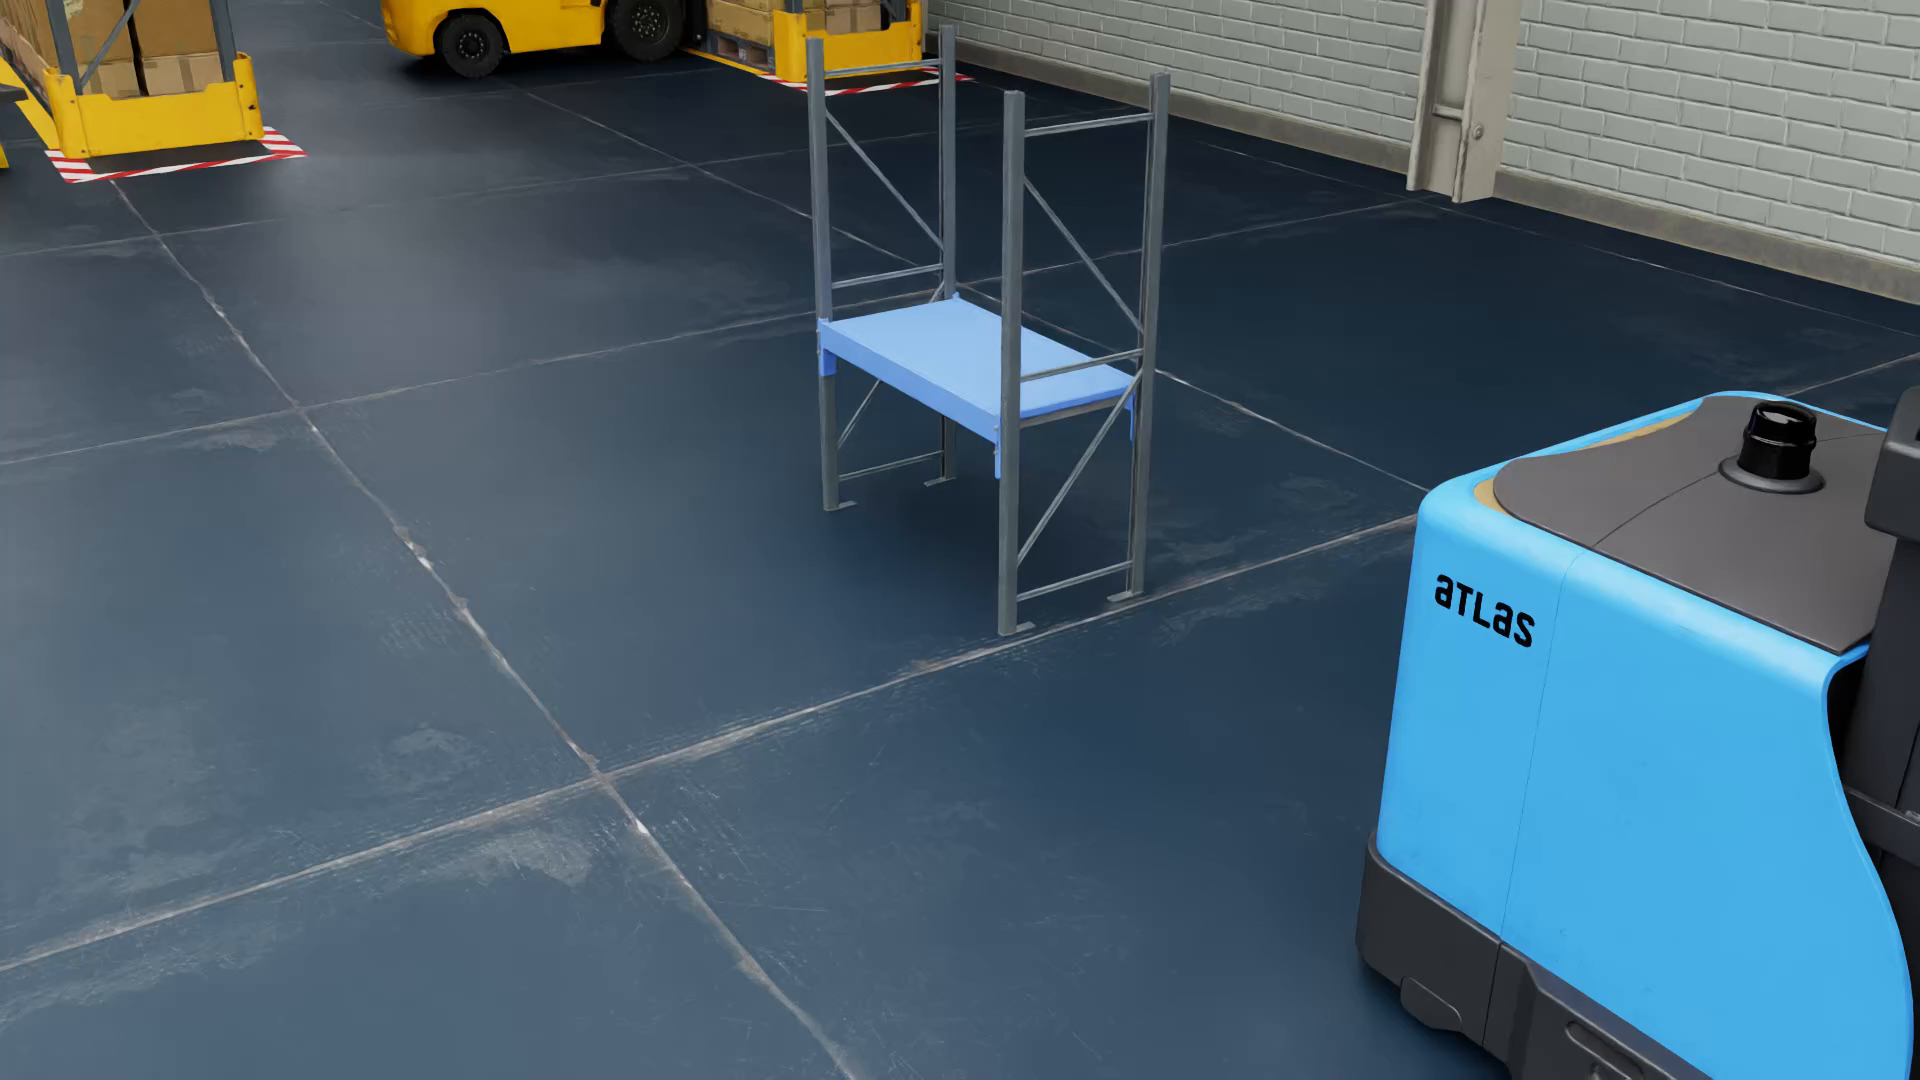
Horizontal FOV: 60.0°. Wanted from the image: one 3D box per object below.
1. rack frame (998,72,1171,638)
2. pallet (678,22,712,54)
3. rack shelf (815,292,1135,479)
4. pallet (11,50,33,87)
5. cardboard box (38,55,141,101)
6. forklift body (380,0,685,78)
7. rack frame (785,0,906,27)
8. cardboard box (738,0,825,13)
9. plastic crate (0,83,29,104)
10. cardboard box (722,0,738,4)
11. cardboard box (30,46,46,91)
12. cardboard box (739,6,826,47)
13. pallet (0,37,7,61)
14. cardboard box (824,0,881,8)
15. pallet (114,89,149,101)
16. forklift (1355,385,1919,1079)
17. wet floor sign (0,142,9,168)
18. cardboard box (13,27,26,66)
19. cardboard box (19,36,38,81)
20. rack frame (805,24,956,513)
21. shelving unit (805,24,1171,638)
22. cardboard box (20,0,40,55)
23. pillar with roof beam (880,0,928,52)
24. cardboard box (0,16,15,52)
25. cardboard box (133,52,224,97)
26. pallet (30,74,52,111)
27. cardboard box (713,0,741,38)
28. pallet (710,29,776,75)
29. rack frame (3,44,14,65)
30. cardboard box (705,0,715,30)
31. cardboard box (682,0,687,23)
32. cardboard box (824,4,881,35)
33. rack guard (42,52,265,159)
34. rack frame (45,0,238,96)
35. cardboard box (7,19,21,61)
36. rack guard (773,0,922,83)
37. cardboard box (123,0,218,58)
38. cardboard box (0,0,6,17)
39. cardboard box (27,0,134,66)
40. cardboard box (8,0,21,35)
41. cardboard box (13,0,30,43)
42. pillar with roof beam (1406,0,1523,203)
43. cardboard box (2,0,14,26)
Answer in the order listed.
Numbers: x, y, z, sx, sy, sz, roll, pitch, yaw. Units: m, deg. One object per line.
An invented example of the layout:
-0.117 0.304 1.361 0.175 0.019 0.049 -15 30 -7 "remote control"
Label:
0.324 -0.466 4.480 0.500 1.500 0.032 -16 29 -30 "rack frame"
-1.985 -4.452 14.433 1.003 0.211 1.213 -16 29 -30 "pallet"
0.047 -0.485 4.942 0.538 0.185 1.000 -16 29 -30 "rack shelf"
-6.815 -3.793 13.037 1.003 0.211 1.213 -16 29 -30 "pallet"
-5.707 -3.037 10.898 0.500 0.250 0.500 -16 29 -30 "cardboard box"
-3.434 -4.883 13.073 2.313 2.155 1.214 -16 29 -30 "forklift body"
-0.871 -5.013 12.356 1.000 3.000 0.127 -16 29 -30 "rack frame"
-1.398 -4.287 12.961 0.500 0.250 0.500 -16 30 -30 "cardboard box"
-7.041 -3.213 11.962 0.583 0.080 0.402 18 31 33 "plastic crate"
-1.663 -4.469 13.346 0.500 0.250 0.500 -16 30 -30 "cardboard box"
-5.970 -3.215 11.276 0.500 0.250 0.500 -15 29 -29 "cardboard box"
-1.392 -4.054 13.053 0.500 0.250 0.500 -15 29 -29 "cardboard box"
-7.637 -4.303 14.118 1.003 0.211 1.213 -16 29 -30 "pallet"
-0.953 -4.402 13.205 0.500 0.250 0.500 -15 29 -29 "cardboard box"
-5.483 -2.920 11.189 1.003 0.211 1.213 -16 29 -30 "pallet"
2.040 -0.043 1.909 1.130 2.935 3.031 -16 30 -31 "forklift"
-5.820 -2.473 9.733 0.267 0.644 0.232 -6 26 -12 "wet floor sign"
-6.523 -3.581 12.051 0.500 0.250 0.500 -16 30 -30 "cardboard box"
-6.261 -3.401 11.670 0.500 0.250 0.500 -17 30 -31 "cardboard box"
-0.231 -0.830 5.250 0.500 1.500 0.032 -16 29 -30 "rack frame"
0.047 -0.648 4.865 0.538 1.500 1.048 -16 29 -30 "shelving unit"
-5.971 -3.552 11.112 0.500 0.500 0.500 -14 29 -28 "cardboard box"
-4.103 -7.182 9.923 9.100 9.000 0.400 -16 29 -30 "pillar with roof beam"
-7.115 -3.958 12.851 0.500 0.250 0.500 -17 30 -32 "cardboard box"
-5.236 -3.155 11.148 0.500 0.250 0.500 -16 30 -30 "cardboard box"
-6.145 -3.356 12.112 1.003 0.211 1.213 -16 29 -30 "pallet"
-1.655 -4.234 13.435 0.500 0.250 0.500 -16 29 -30 "cardboard box"
-1.323 -4.016 13.510 1.003 0.211 1.213 -16 29 -30 "pallet"
-7.211 -5.286 12.934 1.000 3.000 0.127 -16 29 -30 "rack frame"
-1.921 -4.415 13.818 0.500 0.250 0.500 -15 29 -29 "cardboard box"
-2.223 -4.596 14.201 0.500 0.250 0.500 -15 29 -28 "cardboard box"
-0.975 -4.181 13.322 0.500 0.250 0.500 -15 29 -29 "cardboard box"
-5.069 -2.752 10.494 1.175 0.500 0.348 -16 29 -30 "rack guard"
-5.027 -3.855 9.903 1.000 3.000 0.127 -16 29 -30 "rack frame"
-6.814 -3.770 12.452 0.500 0.250 0.500 -14 29 -27 "cardboard box"
-0.858 -3.874 12.871 1.175 0.500 0.348 -16 29 -30 "rack guard"
-5.250 -3.502 11.006 0.500 0.500 0.500 -17 30 -31 "cardboard box"
-7.115 -4.298 12.690 0.500 0.500 0.500 -14 29 -27 "cardboard box"
-5.683 -3.367 10.718 0.500 0.500 0.500 -15 29 -29 "cardboard box"
-6.531 -3.923 11.897 0.500 0.500 0.500 -14 29 -27 "cardboard box"
-6.241 -3.735 11.498 0.500 0.500 0.500 -16 30 -31 "cardboard box"
-0.827 -5.036 5.377 9.100 9.000 0.400 -16 29 -30 "pillar with roof beam"
-6.813 -4.109 12.291 0.500 0.500 0.500 -14 29 -28 "cardboard box"
